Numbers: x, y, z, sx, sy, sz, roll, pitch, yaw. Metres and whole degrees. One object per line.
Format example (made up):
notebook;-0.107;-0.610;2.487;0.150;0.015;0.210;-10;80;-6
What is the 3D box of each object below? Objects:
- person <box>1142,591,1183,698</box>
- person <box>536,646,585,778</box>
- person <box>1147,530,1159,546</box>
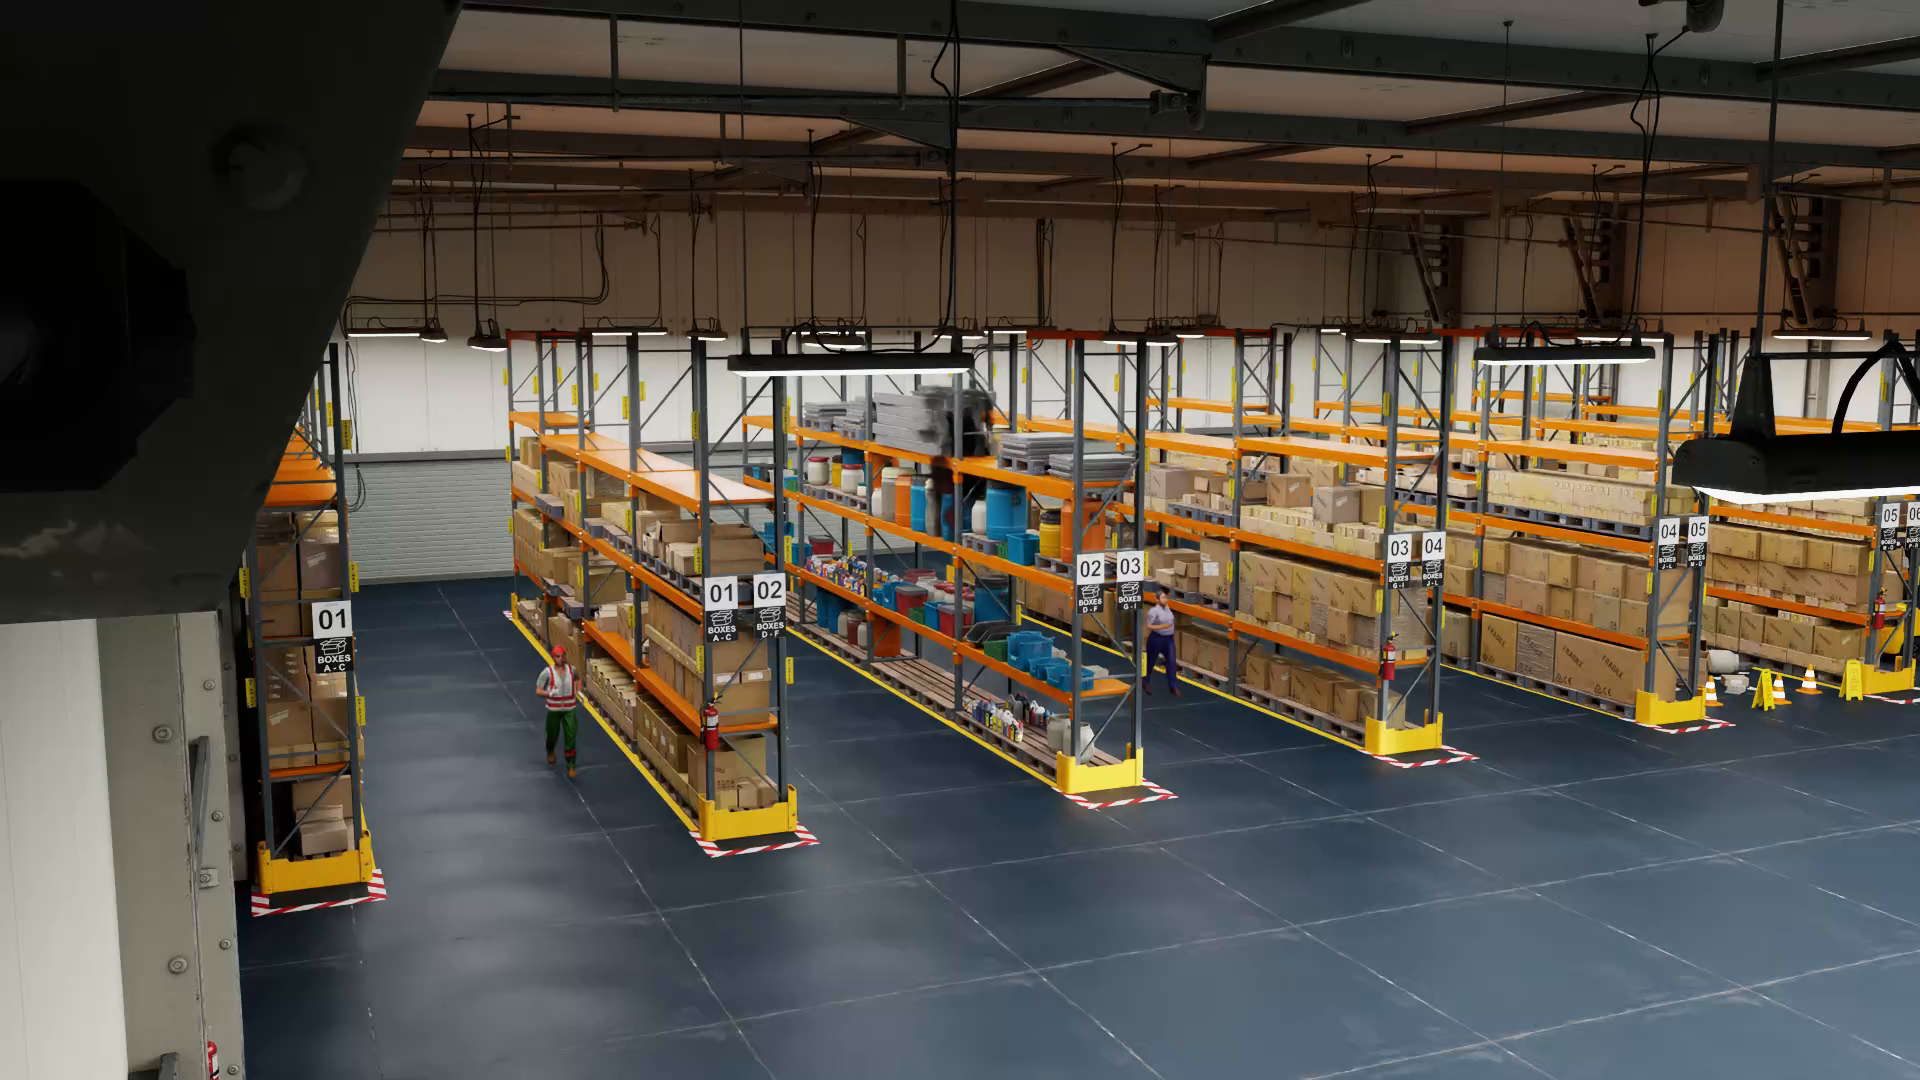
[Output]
person;3.192;1.652;26.267;0.602;1.688;0.846;-5;9;-33
person;-5.485;2.326;22.852;0.666;1.765;0.998;-4;9;-24
person;4.841;-0.203;41.864;0.565;1.694;0.716;1;8;10
